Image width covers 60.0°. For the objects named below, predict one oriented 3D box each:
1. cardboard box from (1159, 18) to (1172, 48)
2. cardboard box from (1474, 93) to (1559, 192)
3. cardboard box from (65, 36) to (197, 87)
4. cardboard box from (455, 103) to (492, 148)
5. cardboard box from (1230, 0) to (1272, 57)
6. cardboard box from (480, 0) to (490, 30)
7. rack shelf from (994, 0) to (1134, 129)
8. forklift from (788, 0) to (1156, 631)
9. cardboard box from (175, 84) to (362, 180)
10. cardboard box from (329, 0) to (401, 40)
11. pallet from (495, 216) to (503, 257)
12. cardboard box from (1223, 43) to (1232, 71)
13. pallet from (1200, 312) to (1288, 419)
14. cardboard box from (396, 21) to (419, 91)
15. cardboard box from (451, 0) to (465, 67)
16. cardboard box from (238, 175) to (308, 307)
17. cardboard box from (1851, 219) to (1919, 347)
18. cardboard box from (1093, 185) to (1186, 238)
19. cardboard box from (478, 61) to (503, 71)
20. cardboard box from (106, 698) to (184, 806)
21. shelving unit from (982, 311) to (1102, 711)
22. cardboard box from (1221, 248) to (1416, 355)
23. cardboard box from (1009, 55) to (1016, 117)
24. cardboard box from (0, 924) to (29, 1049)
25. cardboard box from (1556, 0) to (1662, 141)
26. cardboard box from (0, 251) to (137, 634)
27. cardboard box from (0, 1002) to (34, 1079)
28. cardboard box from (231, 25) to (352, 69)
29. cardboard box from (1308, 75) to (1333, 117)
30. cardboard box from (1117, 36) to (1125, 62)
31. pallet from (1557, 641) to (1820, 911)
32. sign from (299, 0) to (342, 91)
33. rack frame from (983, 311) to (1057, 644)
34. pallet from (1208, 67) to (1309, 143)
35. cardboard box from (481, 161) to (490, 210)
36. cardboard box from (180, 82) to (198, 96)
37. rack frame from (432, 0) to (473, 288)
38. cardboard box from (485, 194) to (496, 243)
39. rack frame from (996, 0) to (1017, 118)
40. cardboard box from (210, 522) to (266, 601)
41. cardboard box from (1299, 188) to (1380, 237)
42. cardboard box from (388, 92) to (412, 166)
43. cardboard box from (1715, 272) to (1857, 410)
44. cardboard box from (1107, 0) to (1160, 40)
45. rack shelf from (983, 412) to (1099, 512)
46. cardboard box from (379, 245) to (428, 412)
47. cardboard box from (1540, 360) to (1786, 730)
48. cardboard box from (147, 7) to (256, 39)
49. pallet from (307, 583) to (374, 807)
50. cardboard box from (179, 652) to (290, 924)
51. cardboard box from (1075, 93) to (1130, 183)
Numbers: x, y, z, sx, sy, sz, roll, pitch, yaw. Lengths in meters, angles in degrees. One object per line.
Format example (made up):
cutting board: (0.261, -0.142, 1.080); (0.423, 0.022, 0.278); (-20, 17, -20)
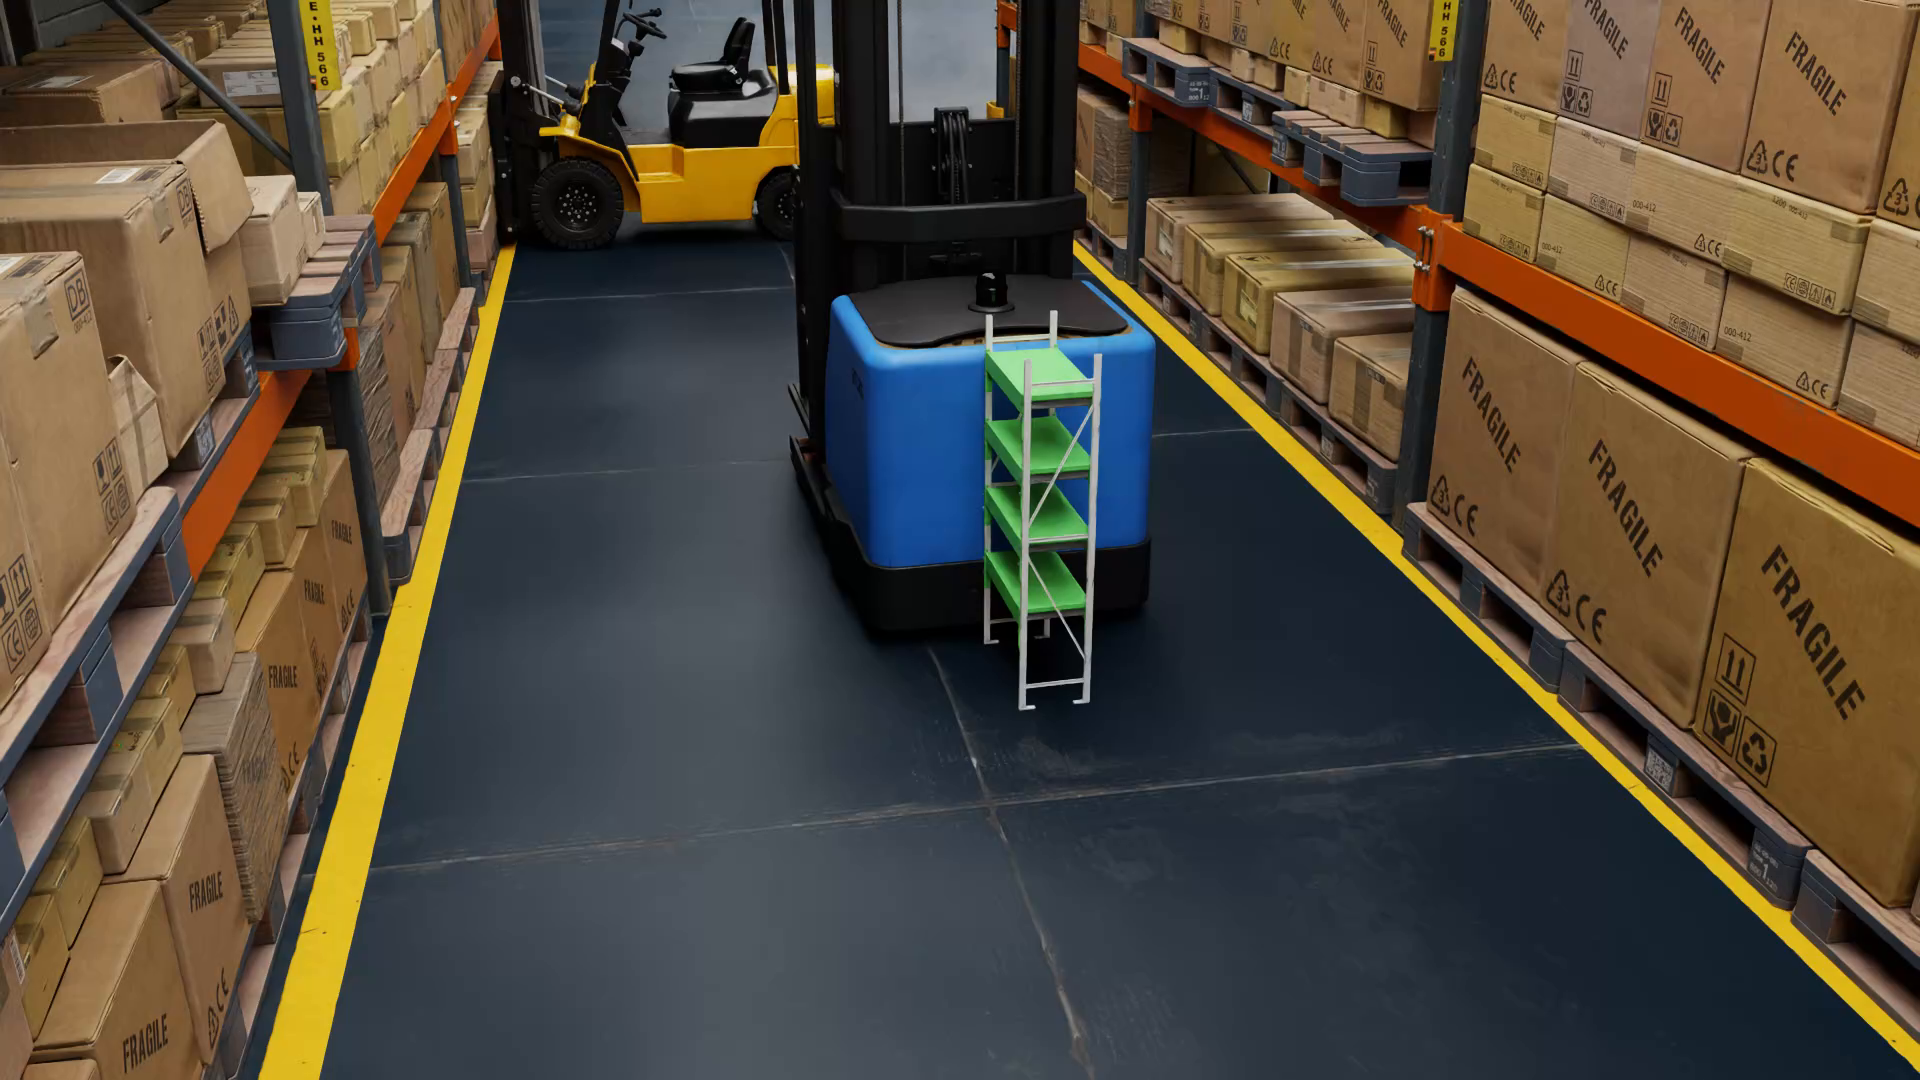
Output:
cardboard box: (1.335, -2.853, 9.324); (0.380, 0.149, 0.250); (-4, 24, -9)
cardboard box: (2.134, -1.386, 5.739); (0.500, 0.250, 0.500); (-4, 24, -10)
cardboard box: (-3.000, -1.732, 6.032); (0.380, 0.149, 0.250); (-4, 24, -10)
cardboard box: (-3.303, -2.649, 10.728); (0.500, 0.250, 0.500); (-3, 24, -8)
cardboard box: (1.625, -2.592, 7.916); (0.500, 0.500, 0.500); (-5, 24, -12)
cardboard box: (-3.638, -3.888, 11.780); (0.500, 0.500, 0.500); (-4, 24, -8)
rack shelf: (1.174, -3.474, 11.855); (1.077, 0.370, 4.000); (-4, 24, -10)
forklift: (-0.139, -1.586, 6.719); (1.130, 2.935, 3.031); (-5, 24, -12)
cardboard box: (-2.412, -1.429, 5.838); (0.500, 0.250, 0.500); (-4, 24, -10)
cardboard box: (-2.662, -2.274, 7.274); (0.380, 0.149, 0.250); (-5, 24, -11)
pallet: (-3.669, -2.167, 11.447); (1.003, 0.211, 1.213); (-4, 24, -10)
cardboard box: (1.550, -2.447, 8.394); (0.380, 0.149, 0.250); (-4, 24, -9)
pallet: (1.918, -0.952, 8.666); (1.003, 0.211, 1.213); (-4, 24, -10)
cardboard box: (-2.801, -2.231, 7.673); (0.500, 0.250, 0.500); (-4, 24, -9)
cardboard box: (-3.272, -3.091, 9.955); (0.500, 0.500, 0.500); (-4, 24, -9)
cardboard box: (-2.081, -0.807, 4.513); (0.500, 0.250, 0.500); (-5, 24, -12)
cardboard box: (2.501, -0.585, 3.905); (0.500, 0.250, 0.500); (-4, 24, -8)
cardboard box: (1.170, -2.162, 10.863); (0.500, 0.250, 0.500); (-3, 24, -7)
cardboard box: (-3.682, -3.454, 12.572); (0.500, 0.250, 0.500); (-4, 24, -8)
cardboard box: (-1.963, 0.485, 3.680); (0.380, 0.149, 0.250); (-3, 24, -8)
shelving unit: (0.257, -0.098, 5.475); (0.258, 1.200, 0.503); (-5, 24, -12)
cardboard box: (1.909, -1.243, 8.607); (0.950, 0.372, 0.625); (-4, 24, -8)
cardboard box: (0.686, -3.519, 13.033); (0.500, 0.500, 0.500); (-5, 24, -12)
cardboard box: (-1.755, 0.759, 2.681); (0.380, 0.149, 0.250); (-5, 24, -12)
cardboard box: (2.235, -1.541, 5.156); (0.500, 0.500, 0.500); (-4, 24, -10)
cardboard box: (-1.820, -0.150, 2.696); (0.700, 0.500, 0.500); (-4, 24, -9)
cardboard box: (-1.787, 0.891, 2.751); (0.380, 0.149, 0.250); (-5, 24, -11)
cardboard box: (-2.548, -1.871, 6.350); (0.380, 0.149, 0.250); (-4, 24, -9)
cardboard box: (1.741, -1.928, 7.205); (0.380, 0.149, 0.250); (-5, 24, -12)
cardboard box: (1.184, -3.005, 10.198); (0.380, 0.149, 0.250); (-5, 24, -10)
pallet: (2.577, 0.629, 5.046); (1.003, 0.211, 1.213); (-4, 24, -10)
sign: (-2.063, -1.613, 5.347); (0.100, 0.325, 0.005); (-4, 24, -10)
rack frame: (0.202, -0.193, 5.693); (0.240, 1.200, 0.015); (-5, 24, -12)
pallet: (1.877, -2.131, 8.121); (1.003, 0.211, 1.213); (-4, 24, -10)
cardboard box: (-3.215, -2.220, 10.372); (0.500, 0.250, 0.500); (-4, 24, -10)
cardboard box: (-3.047, -1.592, 6.210); (0.500, 0.250, 0.500); (-4, 24, -9)
rack frame: (-3.334, -2.648, 9.065); (1.000, 3.000, 0.127); (-4, 24, -10)
cardboard box: (-3.207, -1.994, 10.478); (0.500, 0.250, 0.500); (-5, 24, -11)
rack frame: (0.804, -4.590, 13.512); (1.000, 3.000, 0.127); (-4, 24, -10)
cardboard box: (-2.164, 0.076, 4.616); (0.380, 0.149, 0.250); (-4, 24, -8)
cardboard box: (2.682, -2.395, 11.605); (0.500, 0.500, 0.500); (13, 27, 27)
cardboard box: (-2.721, -1.803, 7.318); (0.500, 0.250, 0.500); (-4, 24, -8)
cardboard box: (2.425, -0.562, 4.477); (0.500, 0.250, 0.500); (-4, 24, -10)
cardboard box: (1.217, -3.355, 10.188); (0.500, 0.500, 0.500); (-5, 24, -11)
rack shelf: (0.257, -0.259, 5.405); (0.258, 0.148, 0.480); (-5, 24, -12)
cardboard box: (-2.950, -0.946, 7.611); (0.875, 0.625, 0.625); (-5, 24, -12)
cardboard box: (2.490, -0.033, 5.208); (0.875, 0.875, 0.875); (-4, 24, -9)
cardboard box: (-3.156, -2.133, 6.951); (0.380, 0.149, 0.250); (-4, 24, -8)
pallet: (-2.493, 0.500, 5.342); (1.003, 0.211, 1.213); (-4, 24, -10)
cardboard box: (-2.009, 0.635, 4.146); (0.500, 0.500, 0.500); (-5, 24, -12)
cardboard box: (1.074, -2.706, 11.171); (0.500, 0.500, 0.500); (-4, 24, -9)
